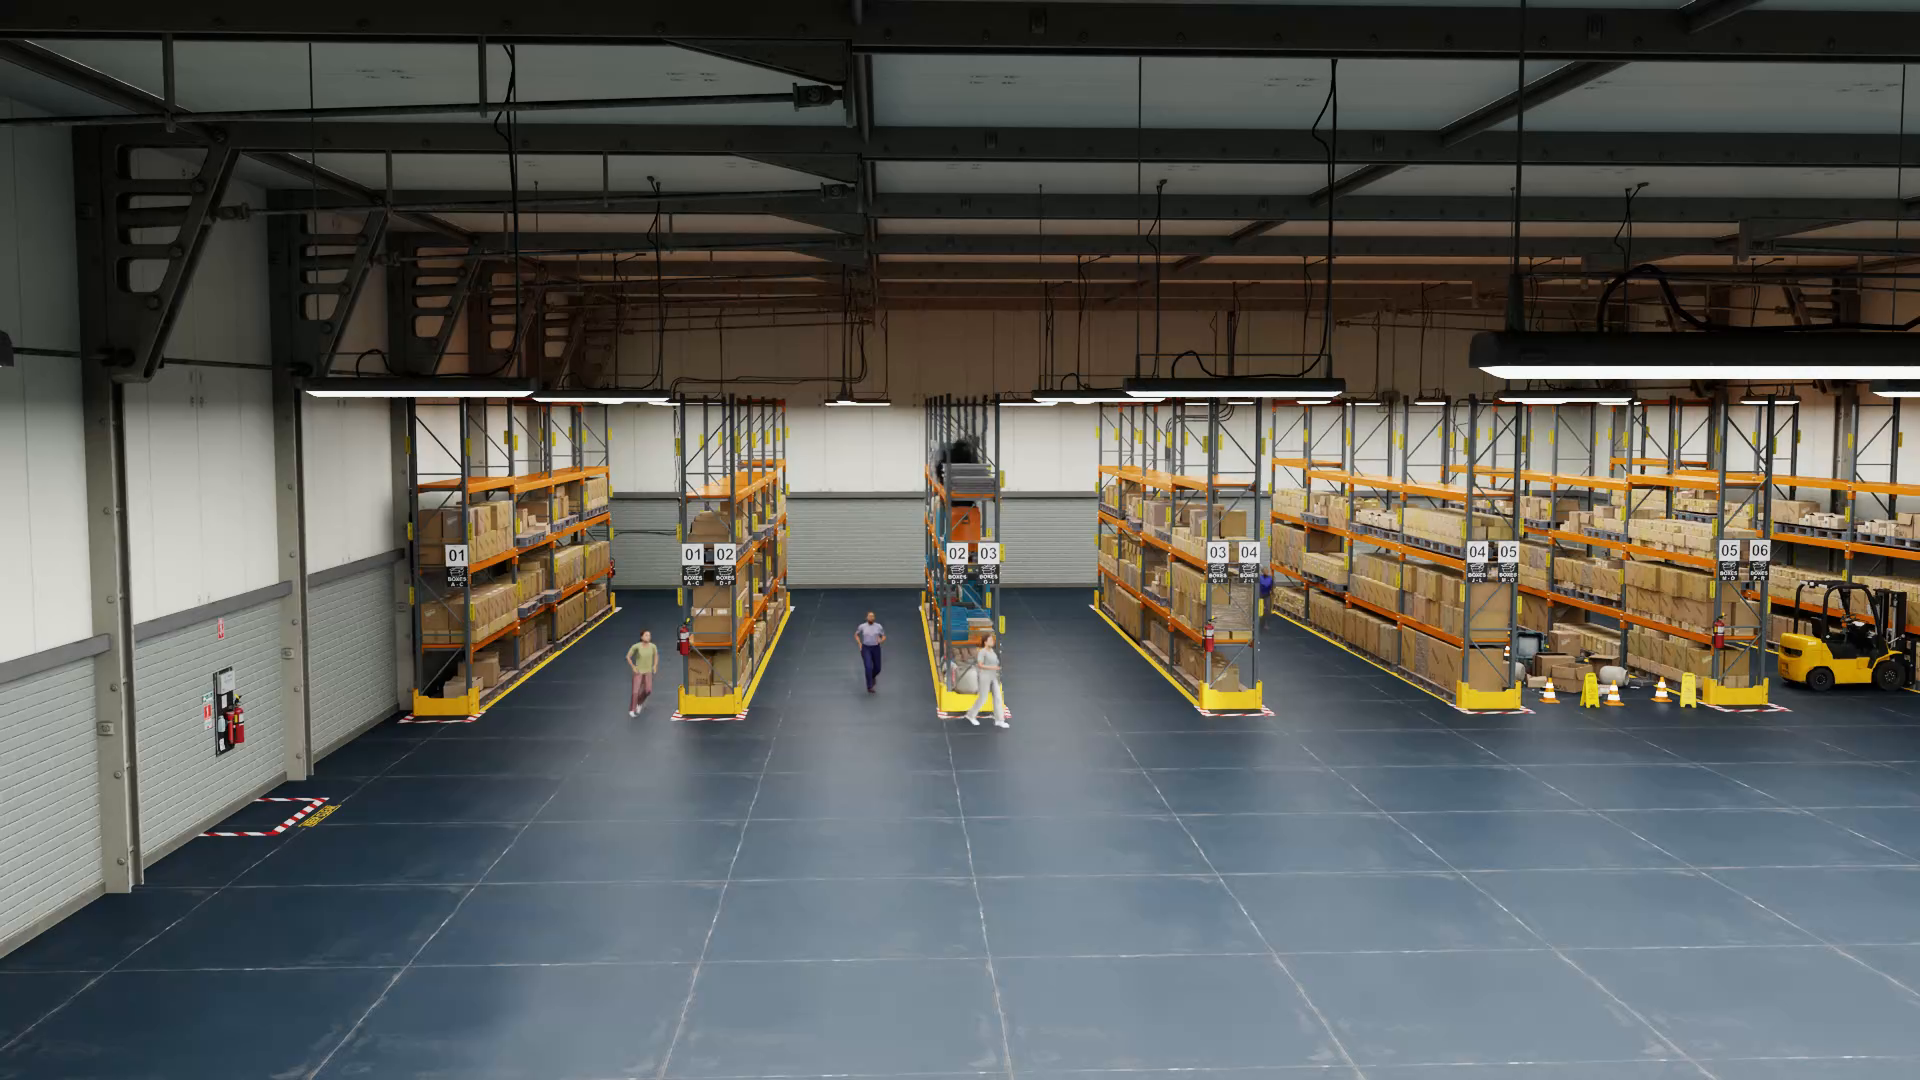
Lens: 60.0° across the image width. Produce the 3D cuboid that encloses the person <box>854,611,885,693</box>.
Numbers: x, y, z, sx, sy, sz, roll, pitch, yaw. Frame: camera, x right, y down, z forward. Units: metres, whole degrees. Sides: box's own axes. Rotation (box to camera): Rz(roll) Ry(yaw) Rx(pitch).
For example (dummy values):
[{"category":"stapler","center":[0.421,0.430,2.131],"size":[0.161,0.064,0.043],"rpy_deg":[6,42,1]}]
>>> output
[{"category":"person","center":[-1.817,2.251,33.733],"size":[0.620,1.613,0.823],"rpy_deg":[-1,5,-14]}]

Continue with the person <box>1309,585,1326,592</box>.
[{"category":"person","center":[10.381,1.013,48.920],"size":[0.695,1.725,0.870],"rpy_deg":[-4,6,-44]}]

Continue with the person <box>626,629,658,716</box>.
[{"category":"person","center":[-5.884,2.472,30.967],"size":[0.636,1.618,0.538],"rpy_deg":[-2,5,-24]}]

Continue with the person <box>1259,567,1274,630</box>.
[{"category":"person","center":[7.905,1.501,43.295],"size":[0.544,1.624,0.768],"rpy_deg":[0,5,-6]}]

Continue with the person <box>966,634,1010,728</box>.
[{"category":"person","center":[0.495,2.506,29.758],"size":[0.879,1.662,0.554],"rpy_deg":[3,6,35]}]
